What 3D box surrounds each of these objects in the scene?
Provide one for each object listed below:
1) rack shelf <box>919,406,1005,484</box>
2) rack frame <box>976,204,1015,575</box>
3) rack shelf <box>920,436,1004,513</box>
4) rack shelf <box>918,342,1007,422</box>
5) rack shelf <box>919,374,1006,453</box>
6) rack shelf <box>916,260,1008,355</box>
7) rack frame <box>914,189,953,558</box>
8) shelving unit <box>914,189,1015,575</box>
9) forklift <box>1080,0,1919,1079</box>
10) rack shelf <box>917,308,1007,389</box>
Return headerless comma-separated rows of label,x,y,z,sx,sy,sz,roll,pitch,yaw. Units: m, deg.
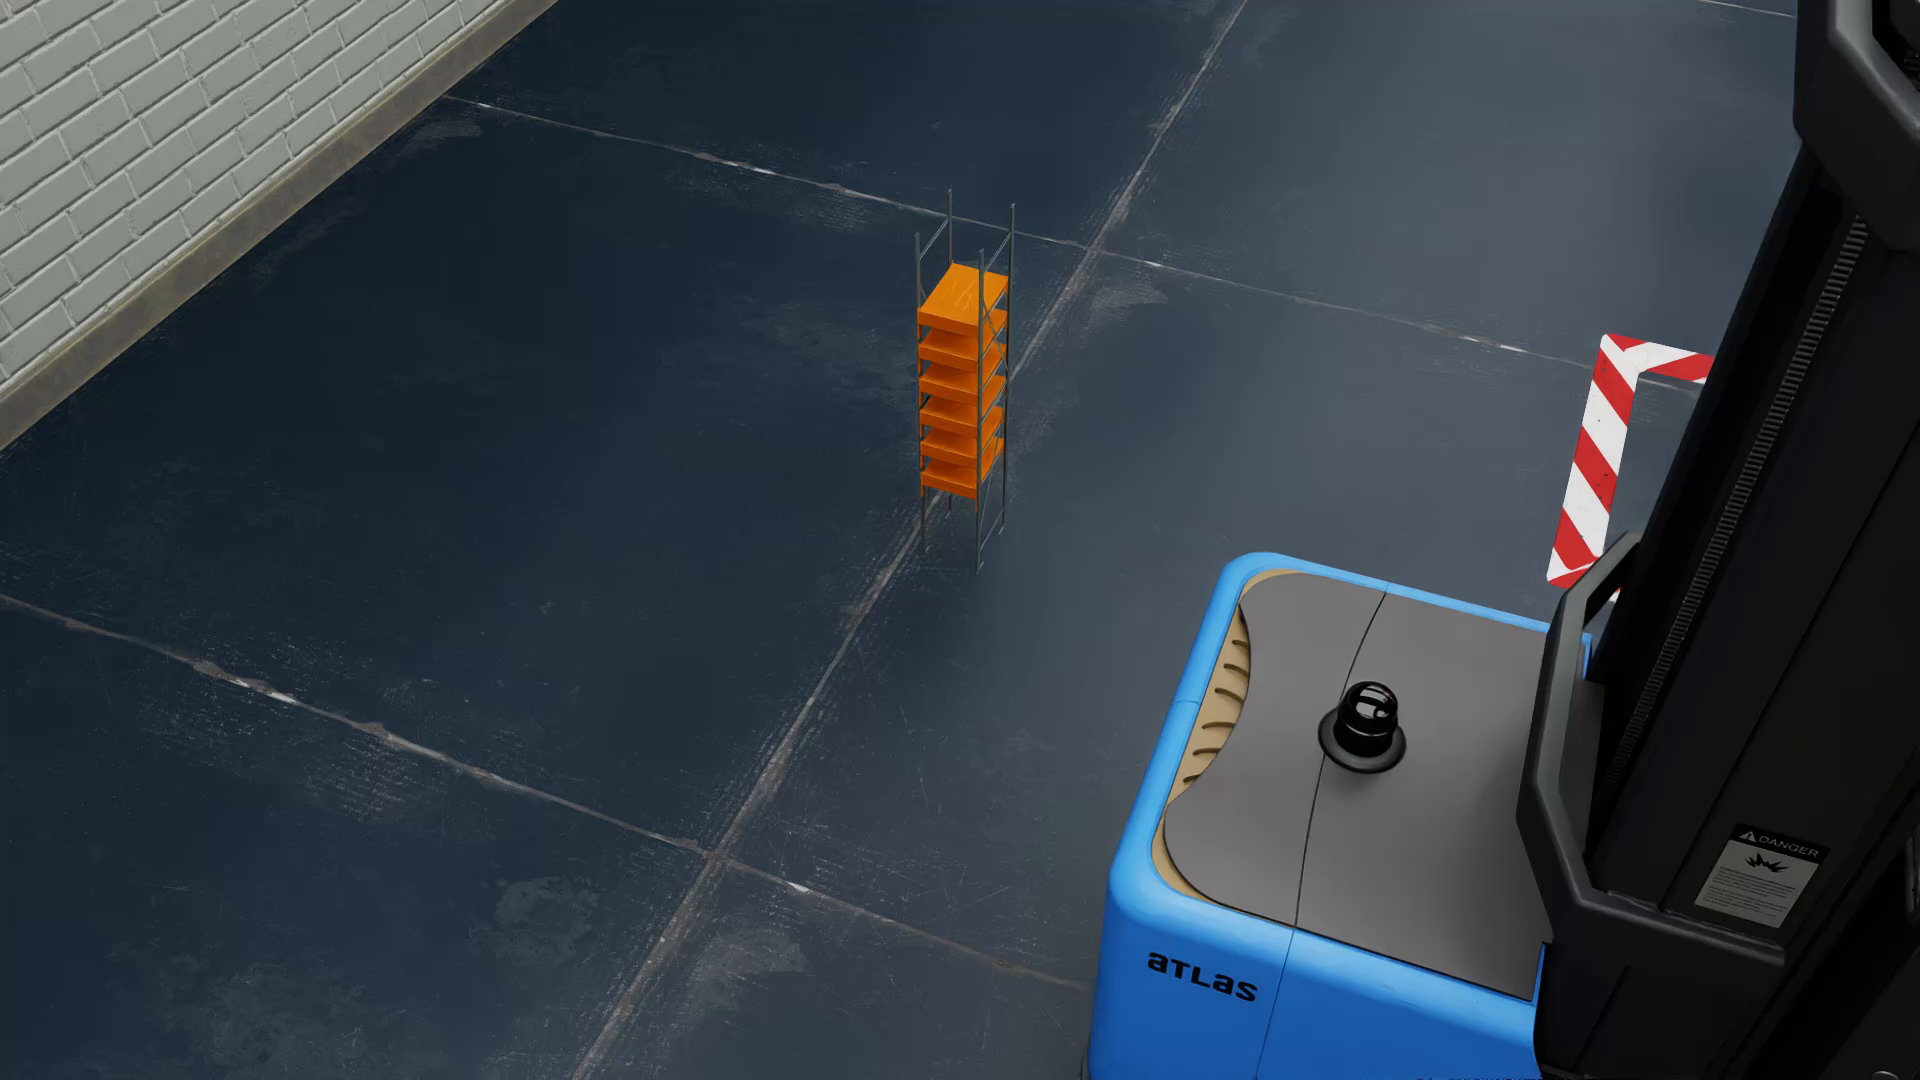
rack shelf,0.013,-0.305,4.939,0.180,0.103,0.258,16,47,16
rack frame,0.098,-0.397,4.798,0.006,1.200,0.240,16,47,16
rack shelf,0.013,-0.220,5.023,0.180,0.103,0.258,16,47,16
rack shelf,0.013,-0.475,4.770,0.180,0.103,0.258,16,47,16
rack shelf,0.013,-0.390,4.854,0.180,0.103,0.258,16,47,16
rack shelf,0.013,-0.645,4.600,0.180,0.103,0.258,16,47,16
rack frame,-0.071,-0.446,4.848,0.006,1.200,0.240,16,47,16
shelving unit,0.013,-0.421,4.823,0.189,1.200,0.258,16,47,16
forklift,1.837,0.418,2.752,3.031,2.935,1.130,15,47,15
rack shelf,0.013,-0.560,4.685,0.180,0.103,0.258,16,47,16
